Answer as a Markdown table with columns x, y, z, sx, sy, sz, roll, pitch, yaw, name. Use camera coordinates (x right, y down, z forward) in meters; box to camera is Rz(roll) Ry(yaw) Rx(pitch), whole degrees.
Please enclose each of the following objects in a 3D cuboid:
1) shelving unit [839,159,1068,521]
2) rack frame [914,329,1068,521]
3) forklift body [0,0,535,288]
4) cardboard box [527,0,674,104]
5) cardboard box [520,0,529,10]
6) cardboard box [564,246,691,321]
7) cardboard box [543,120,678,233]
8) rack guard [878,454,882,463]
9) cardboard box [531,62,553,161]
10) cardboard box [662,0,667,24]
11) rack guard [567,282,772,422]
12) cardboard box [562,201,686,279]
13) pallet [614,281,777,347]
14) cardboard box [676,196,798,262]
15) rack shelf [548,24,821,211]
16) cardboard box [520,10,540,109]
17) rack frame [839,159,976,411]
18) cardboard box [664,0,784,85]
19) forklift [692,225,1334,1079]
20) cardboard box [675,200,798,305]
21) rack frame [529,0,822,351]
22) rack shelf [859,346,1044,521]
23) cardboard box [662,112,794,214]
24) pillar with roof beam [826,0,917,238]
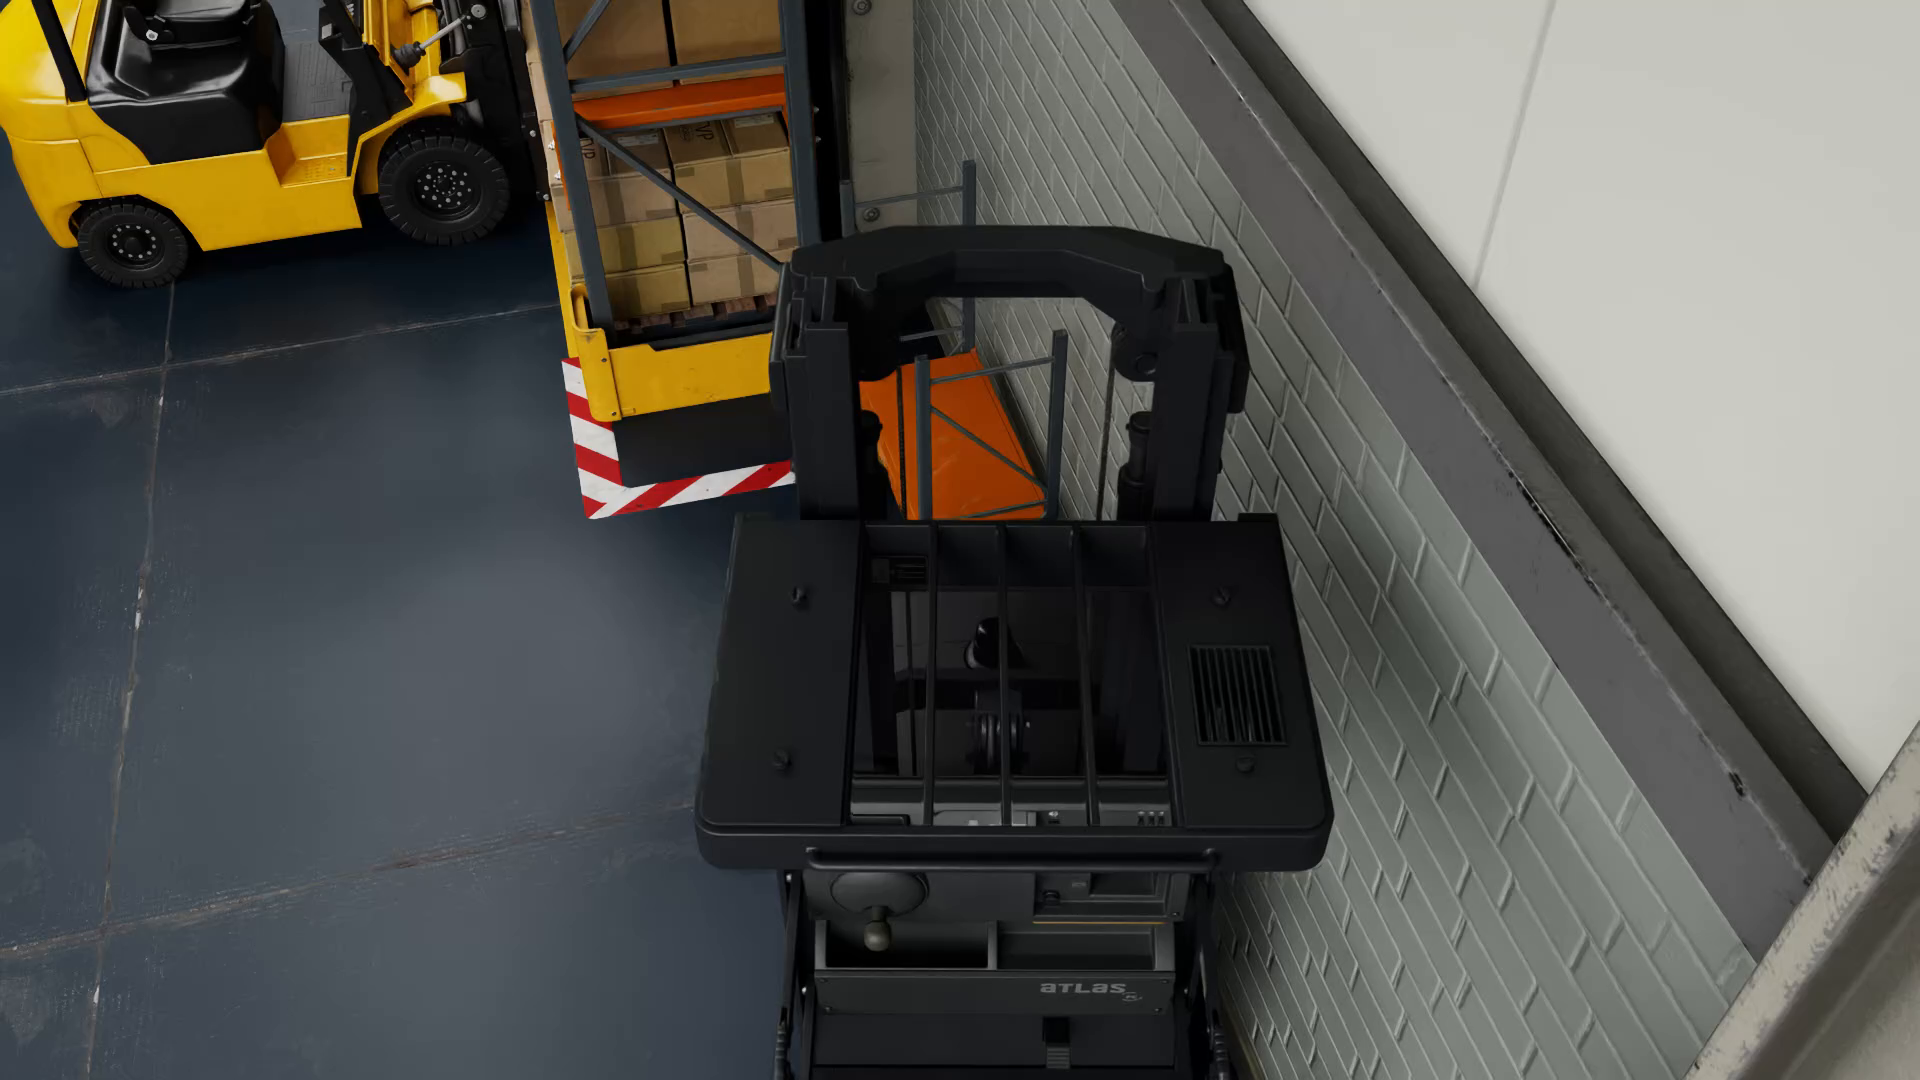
| x | y | z | sx | sy | sz | roll | pitch | yaw | name |
| --- | --- | --- | --- | --- | --- | --- | --- | --- | --- |
| -0.045 | -0.445 | 6.136 | 0.587 | 1.500 | 1.083 | -12 | 47 | -11 | shelving unit |
| 0.101 | -0.090 | 5.788 | 0.500 | 1.500 | 0.032 | -12 | 47 | -11 | rack frame |
| -3.333 | -2.475 | 7.669 | 2.313 | 2.155 | 1.214 | -11 | 47 | -10 | forklift body |
| -1.464 | -2.123 | 6.660 | 0.500 | 0.500 | 0.500 | -12 | 47 | -11 | cardboard box |
| -1.901 | -2.641 | 8.169 | 0.500 | 0.250 | 0.500 | -12 | 47 | -11 | cardboard box |
| -1.510 | -1.247 | 7.503 | 0.500 | 0.250 | 0.500 | -10 | 46 | -10 | cardboard box |
| -1.504 | -1.592 | 7.141 | 0.500 | 0.250 | 0.500 | -9 | 46 | -9 | cardboard box |
| -0.185 | -0.349 | 6.917 | 0.587 | 0.250 | 0.087 | -12 | 47 | -11 | rack guard |
| -1.640 | -1.943 | 7.485 | 0.500 | 0.250 | 0.500 | -10 | 46 | -10 | cardboard box |
| -1.097 | -2.580 | 7.108 | 0.500 | 0.500 | 0.500 | -9 | 46 | -9 | cardboard box |
| -1.078 | -0.905 | 7.287 | 1.175 | 0.500 | 0.348 | -11 | 47 | -10 | rack guard |
| -1.511 | -1.435 | 7.337 | 0.500 | 0.250 | 0.500 | -11 | 47 | -11 | cardboard box |
| -1.321 | -1.341 | 7.916 | 1.003 | 0.211 | 1.213 | -11 | 47 | -10 | pallet |
| -1.004 | -1.518 | 7.419 | 0.500 | 0.250 | 0.500 | -10 | 46 | -10 | cardboard box |
| -1.596 | -2.925 | 8.020 | 1.077 | 0.370 | 4.000 | -11 | 47 | -10 | rack shelf |
| -1.779 | -2.290 | 7.825 | 0.500 | 0.250 | 0.500 | -10 | 46 | -10 | cardboard box |
| -0.186 | -0.787 | 6.471 | 0.500 | 1.500 | 0.032 | -12 | 47 | -11 | rack frame |
| -0.943 | -2.224 | 6.759 | 0.500 | 0.500 | 0.500 | -9 | 46 | -9 | cardboard box |
| 0.092 | 0.882 | 3.834 | 1.130 | 2.935 | 3.031 | 0 | 46 | 0 | forklift |
| -1.021 | -1.356 | 7.609 | 0.500 | 0.250 | 0.500 | -11 | 47 | -10 | cardboard box |
| -1.084 | -1.796 | 6.410 | 1.000 | 3.000 | 0.127 | -11 | 47 | -10 | rack frame |
| -0.042 | -0.313 | 6.258 | 0.538 | 0.185 | 1.000 | -12 | 47 | -11 | rack shelf |
| -1.024 | -1.697 | 7.244 | 0.500 | 0.250 | 0.500 | -11 | 47 | -11 | cardboard box |
| -4.553 | -3.754 | 4.129 | 9.100 | 9.000 | 0.400 | -11 | 47 | -10 | pillar with roof beam |
